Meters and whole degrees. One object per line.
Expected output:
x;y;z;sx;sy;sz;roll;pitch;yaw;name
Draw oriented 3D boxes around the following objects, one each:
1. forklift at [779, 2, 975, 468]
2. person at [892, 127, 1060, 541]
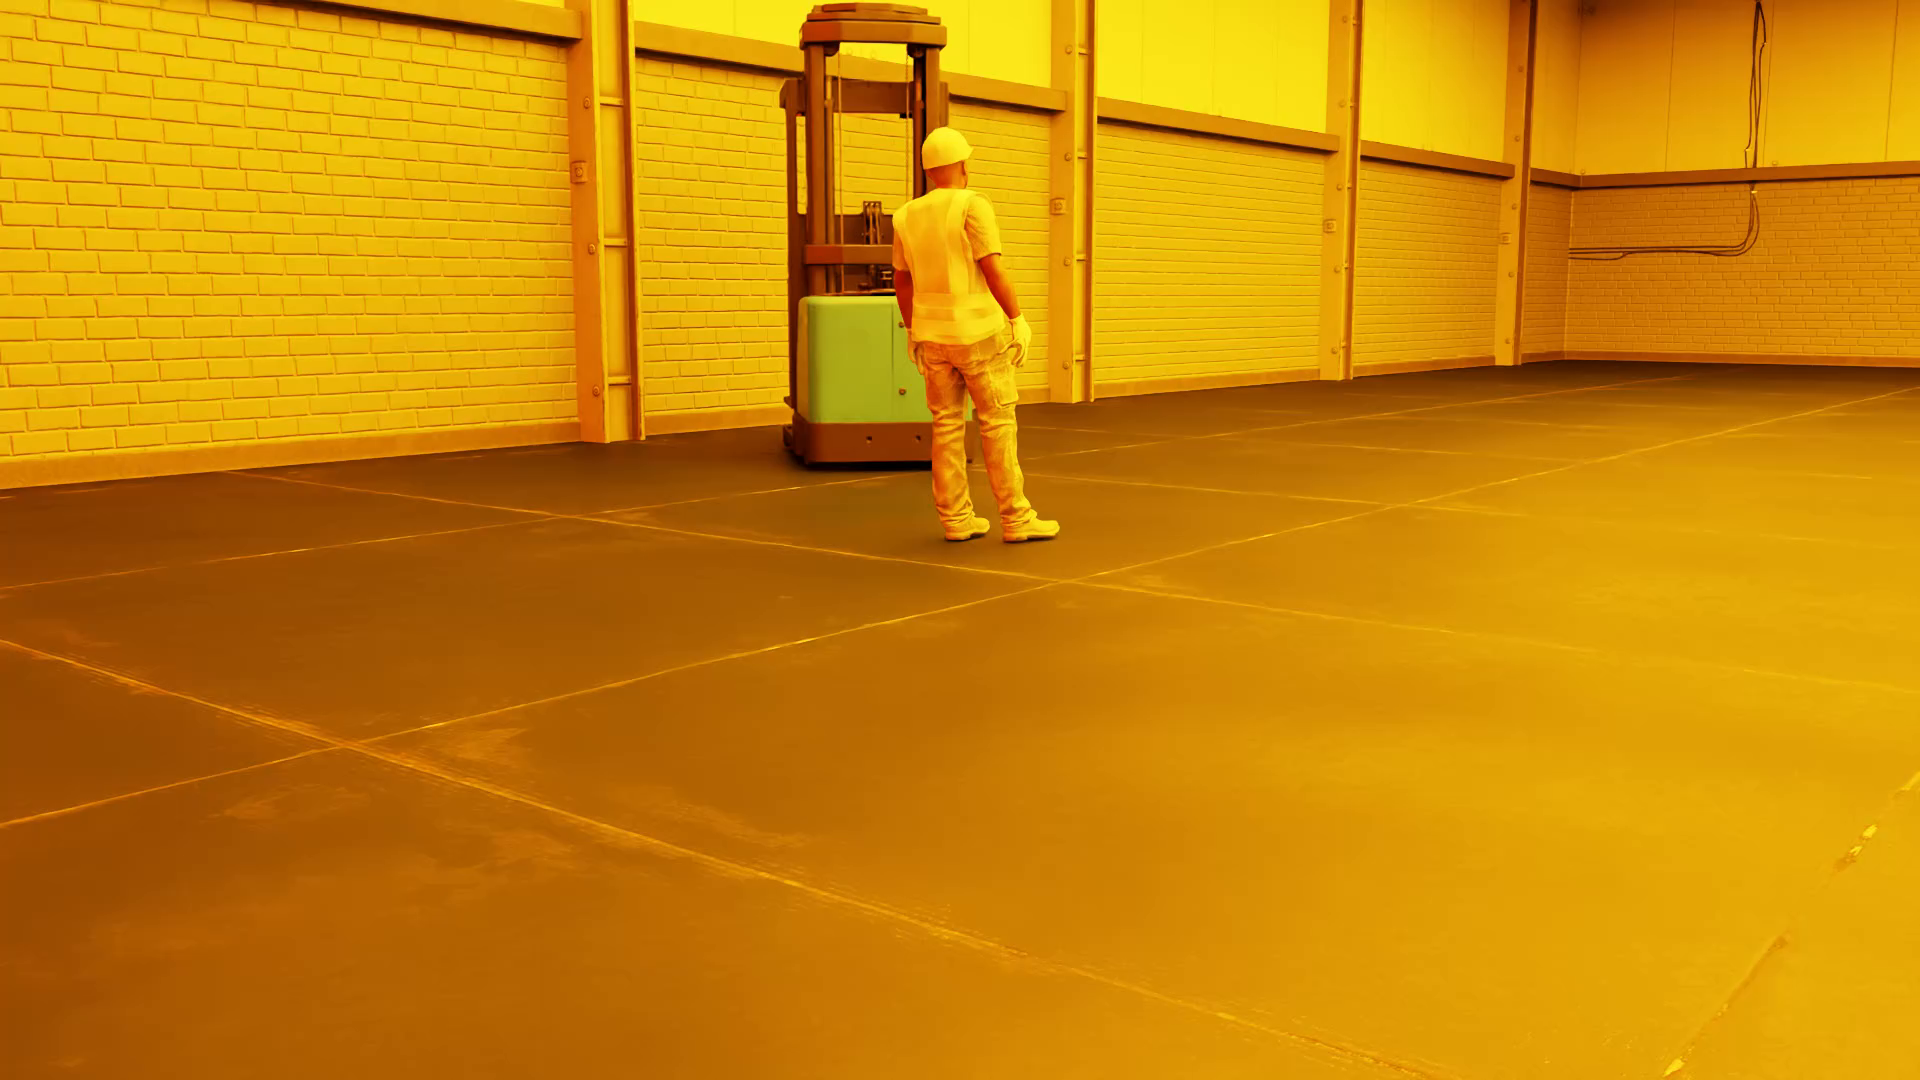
-0.661;-2.079;11.486;1.130;2.935;3.031;-1;8;-10;forklift
0.052;-0.897;7.325;0.657;1.785;0.575;7;11;38;person
